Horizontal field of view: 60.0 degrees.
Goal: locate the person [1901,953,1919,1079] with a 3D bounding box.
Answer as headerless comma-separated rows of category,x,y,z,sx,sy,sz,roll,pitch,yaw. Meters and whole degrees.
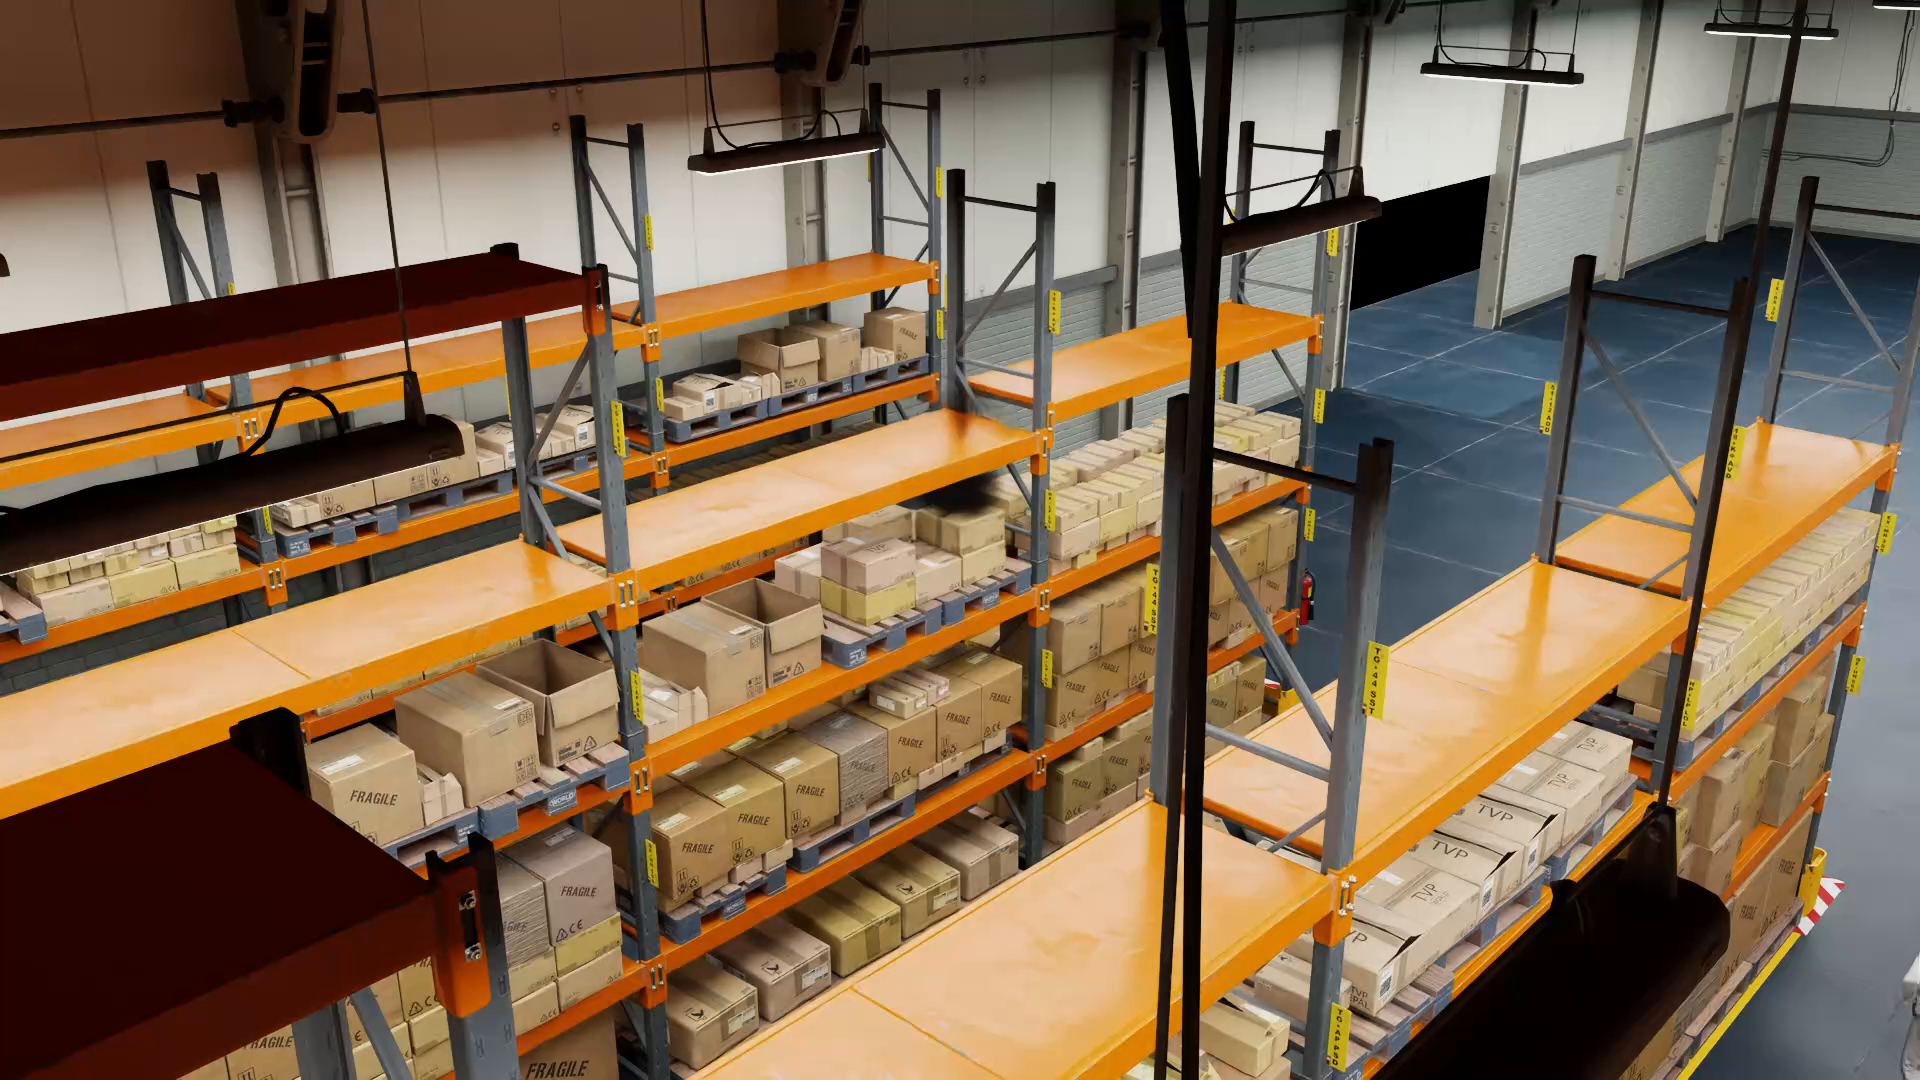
person,6.701,3.315,11.287,0.598,1.589,0.784,5,22,14
